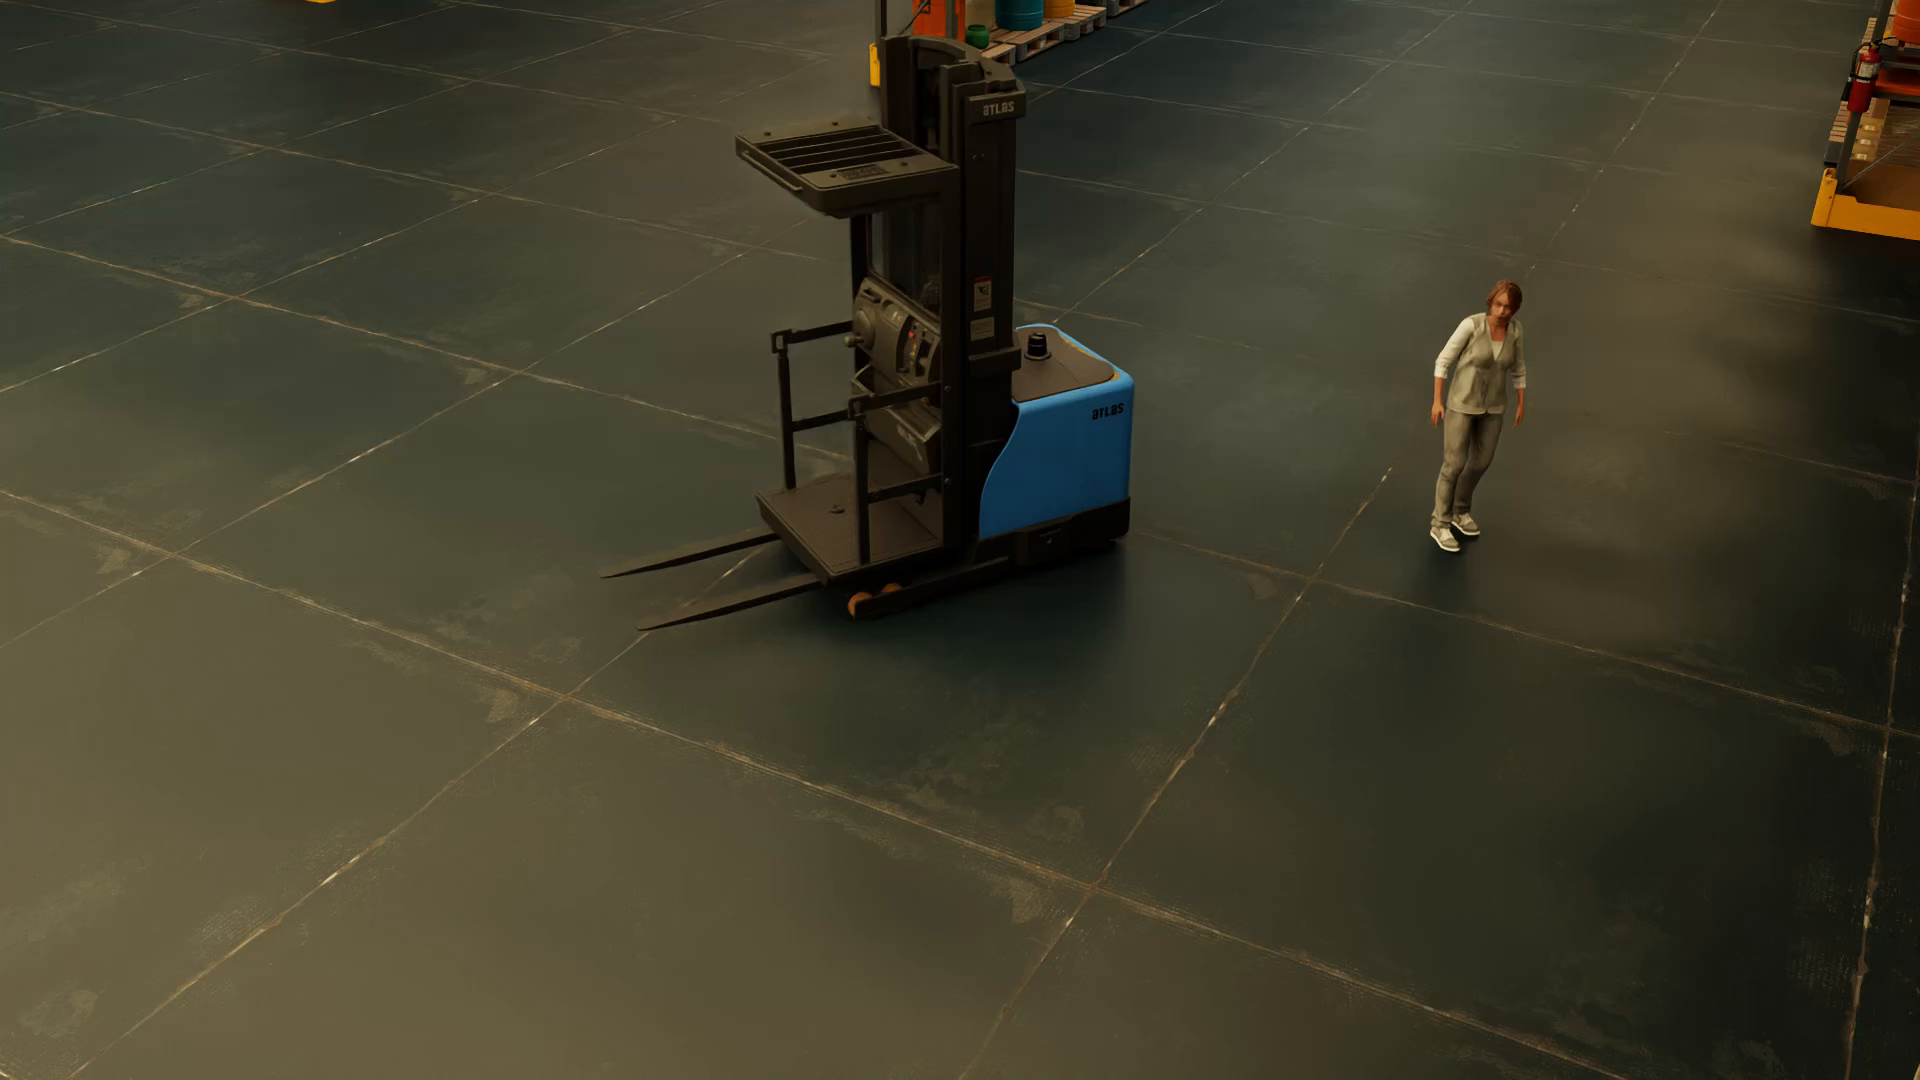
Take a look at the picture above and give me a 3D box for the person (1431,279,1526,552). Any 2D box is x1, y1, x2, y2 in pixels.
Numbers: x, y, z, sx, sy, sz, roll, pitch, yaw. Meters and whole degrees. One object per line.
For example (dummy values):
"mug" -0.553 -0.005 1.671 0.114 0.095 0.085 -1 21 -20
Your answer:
"person" 3.034 -0.727 9.667 0.580 1.598 0.450 -6 31 -10

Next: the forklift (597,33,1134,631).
"forklift" -0.531 -1.116 9.005 3.031 2.935 1.130 -16 33 -25
